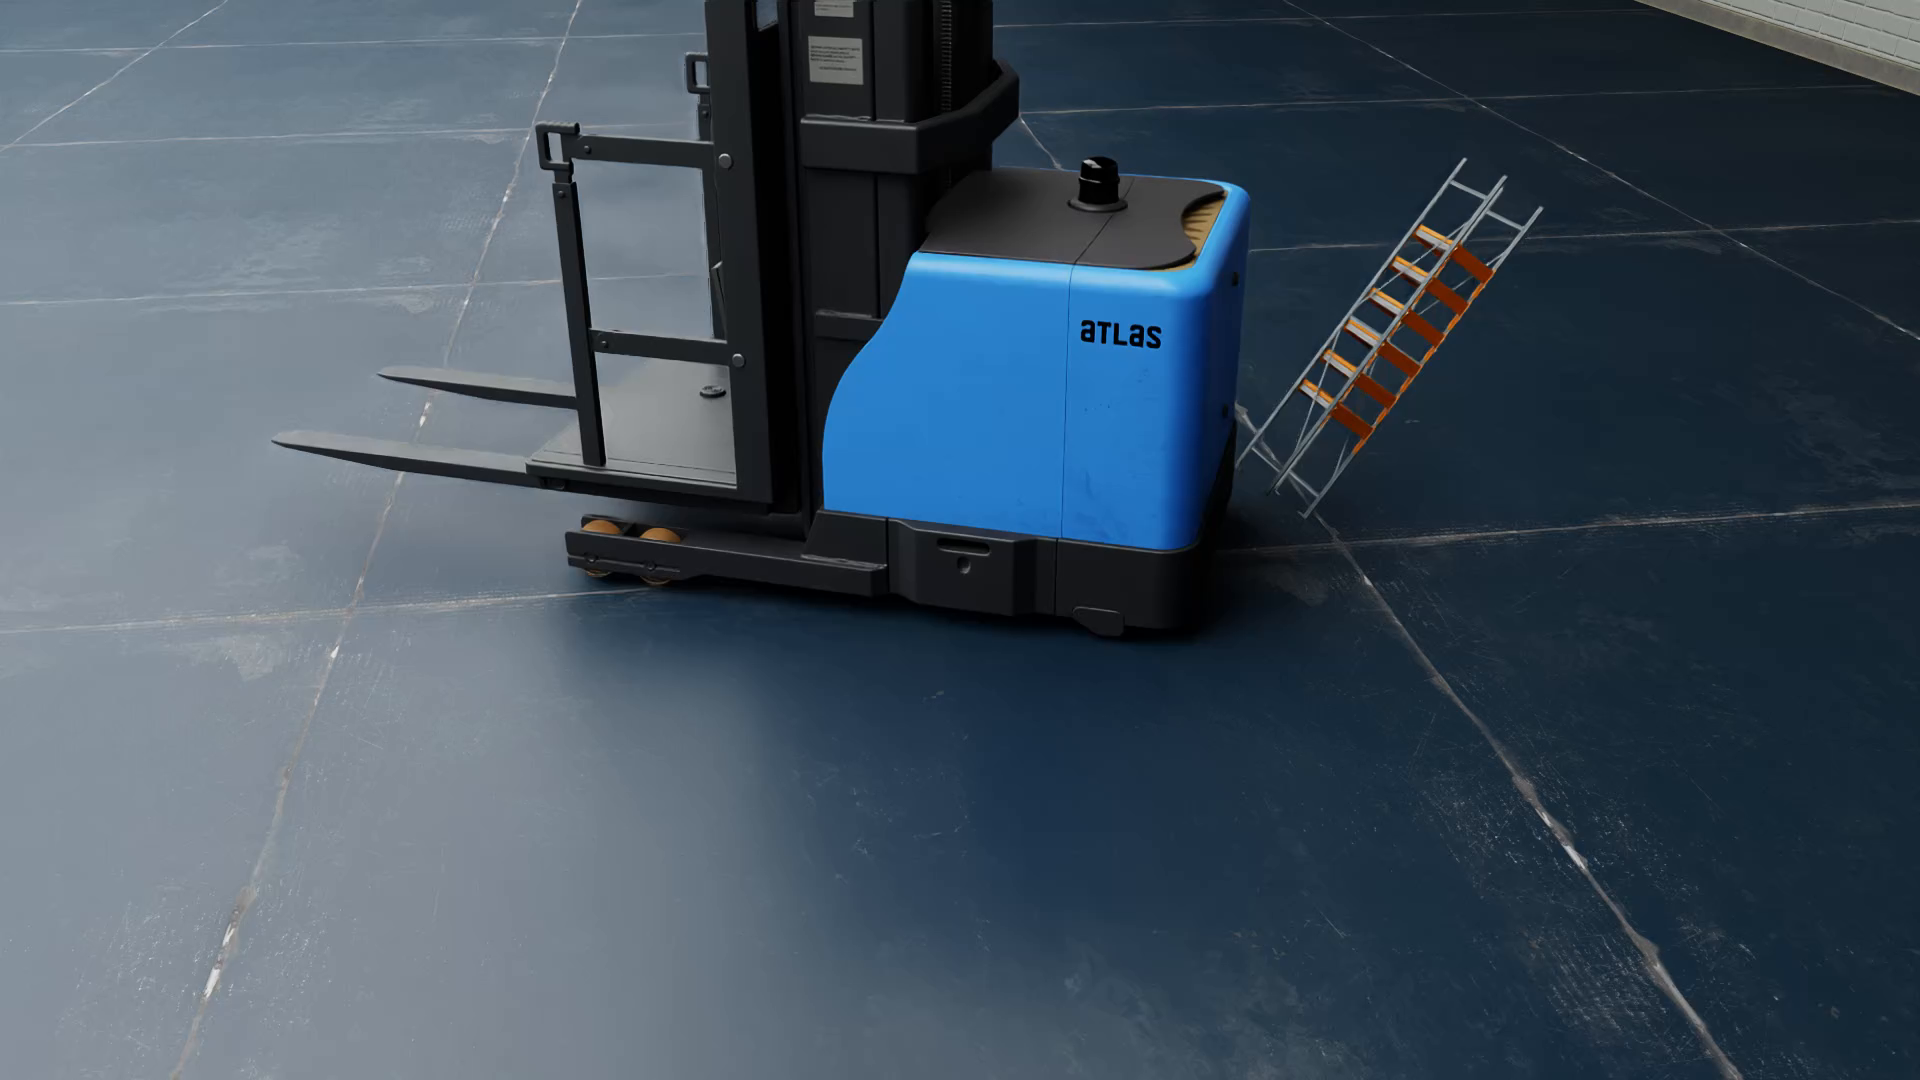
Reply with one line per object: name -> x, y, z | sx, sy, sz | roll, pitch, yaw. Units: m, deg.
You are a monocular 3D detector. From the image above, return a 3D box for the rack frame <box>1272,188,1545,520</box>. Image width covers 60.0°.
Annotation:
rack frame -> 1.422, -0.595, 5.345 | 0.006, 1.200, 0.240 | 29, 14, -29

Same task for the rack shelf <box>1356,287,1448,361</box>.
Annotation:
rack shelf -> 1.395, -0.694, 5.285 | 0.180, 0.103, 0.258 | 29, 14, -29

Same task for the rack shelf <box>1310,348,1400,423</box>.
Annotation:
rack shelf -> 1.259, -0.503, 5.336 | 0.180, 0.103, 0.258 | 29, 14, -29

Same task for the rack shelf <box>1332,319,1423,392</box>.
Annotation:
rack shelf -> 1.327, -0.599, 5.310 | 0.180, 0.103, 0.258 | 29, 14, -29

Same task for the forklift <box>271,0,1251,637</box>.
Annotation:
forklift -> -0.689, -1.394, 4.757 | 3.031, 2.935, 1.130 | 7, 28, 14

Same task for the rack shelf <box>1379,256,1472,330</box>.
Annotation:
rack shelf -> 1.463, -0.789, 5.259 | 0.180, 0.103, 0.258 | 29, 14, -29

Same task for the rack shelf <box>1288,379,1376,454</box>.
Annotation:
rack shelf -> 1.191, -0.408, 5.361 | 0.180, 0.103, 0.258 | 29, 14, -29

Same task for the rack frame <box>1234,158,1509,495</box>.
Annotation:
rack frame -> 1.281, -0.672, 5.257 | 0.006, 1.200, 0.240 | 29, 14, -29

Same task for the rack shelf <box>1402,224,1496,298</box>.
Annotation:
rack shelf -> 1.531, -0.885, 5.233 | 0.180, 0.103, 0.258 | 29, 14, -29

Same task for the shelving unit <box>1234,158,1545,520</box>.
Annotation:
shelving unit -> 1.352, -0.634, 5.301 | 0.189, 1.200, 0.258 | 29, 14, -29
